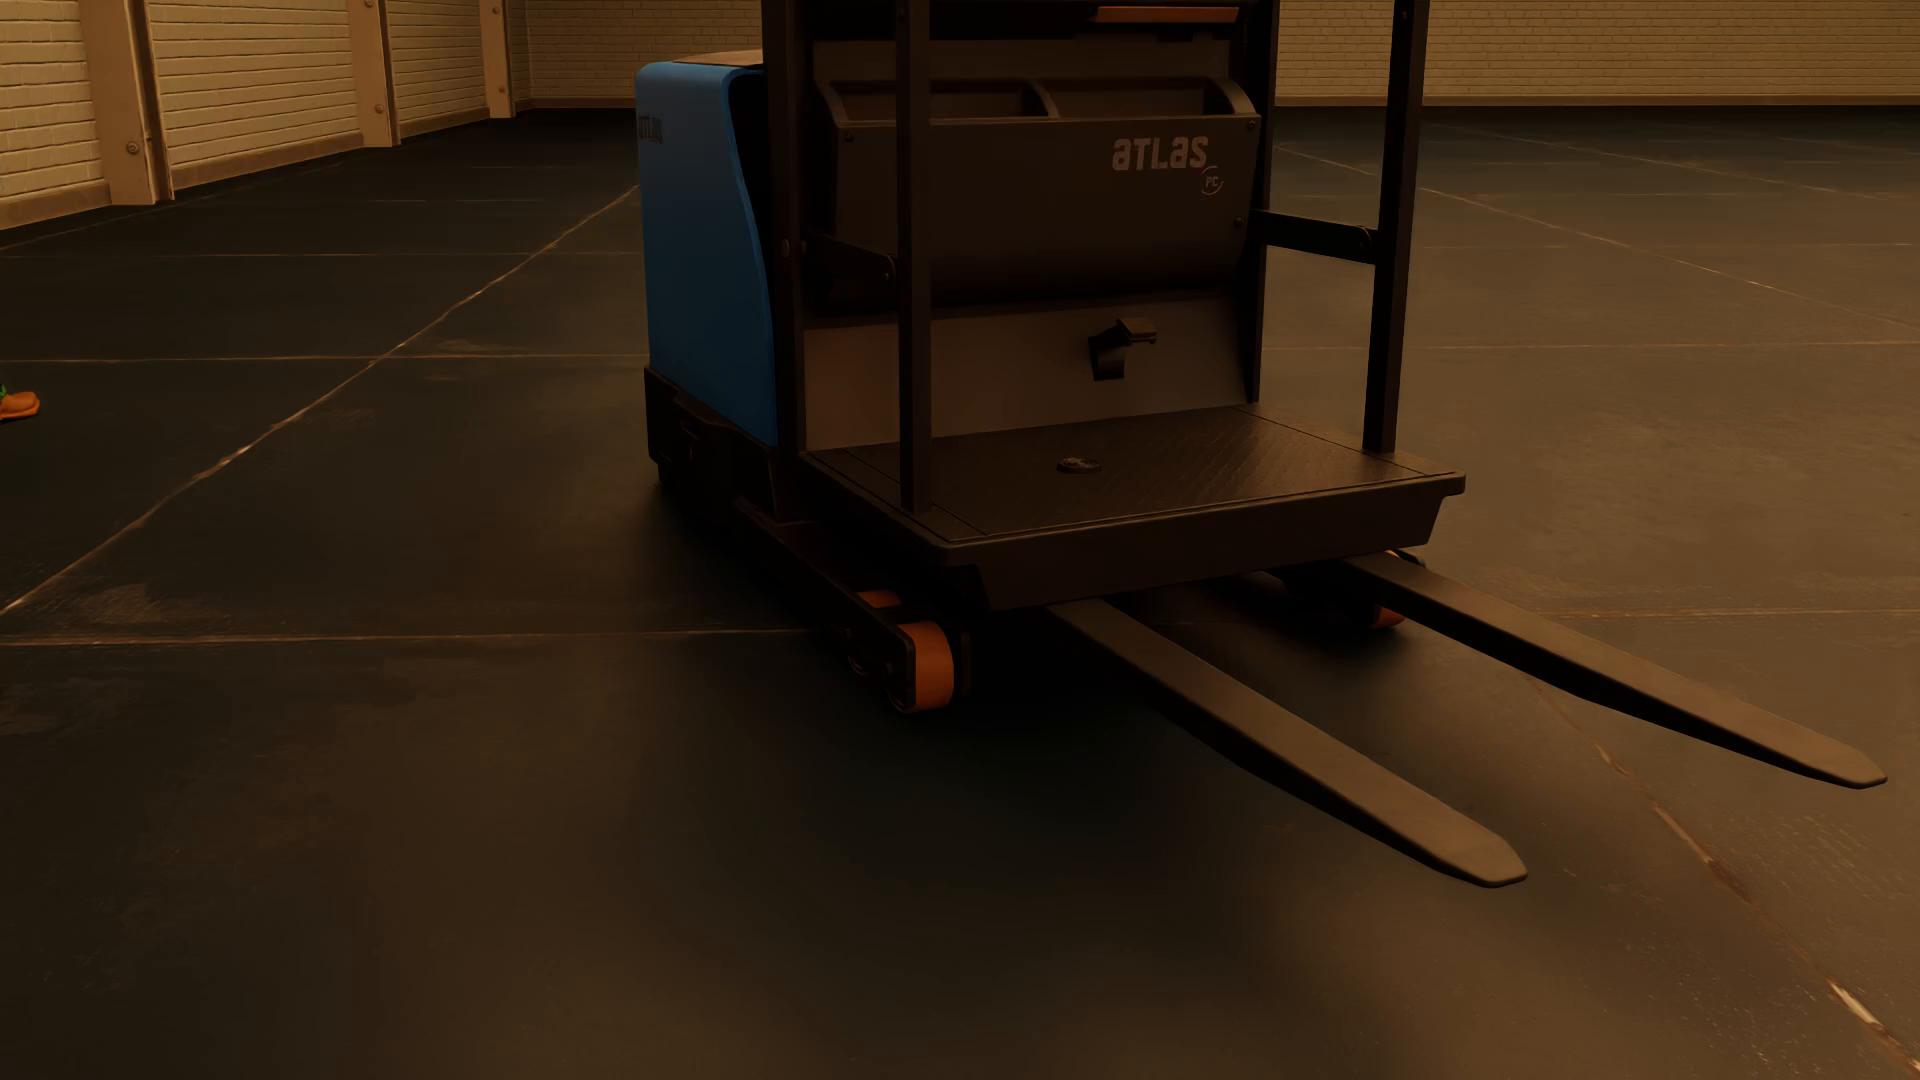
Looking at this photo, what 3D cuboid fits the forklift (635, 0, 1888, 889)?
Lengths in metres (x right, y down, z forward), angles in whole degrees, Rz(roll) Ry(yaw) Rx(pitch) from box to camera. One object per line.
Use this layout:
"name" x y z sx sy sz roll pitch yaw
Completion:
"forklift" 0.258 -1.240 2.962 1.130 2.935 3.031 -8 19 -24

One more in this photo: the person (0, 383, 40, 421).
"person" -3.103 -1.213 4.835 0.705 1.788 0.426 3 17 11
